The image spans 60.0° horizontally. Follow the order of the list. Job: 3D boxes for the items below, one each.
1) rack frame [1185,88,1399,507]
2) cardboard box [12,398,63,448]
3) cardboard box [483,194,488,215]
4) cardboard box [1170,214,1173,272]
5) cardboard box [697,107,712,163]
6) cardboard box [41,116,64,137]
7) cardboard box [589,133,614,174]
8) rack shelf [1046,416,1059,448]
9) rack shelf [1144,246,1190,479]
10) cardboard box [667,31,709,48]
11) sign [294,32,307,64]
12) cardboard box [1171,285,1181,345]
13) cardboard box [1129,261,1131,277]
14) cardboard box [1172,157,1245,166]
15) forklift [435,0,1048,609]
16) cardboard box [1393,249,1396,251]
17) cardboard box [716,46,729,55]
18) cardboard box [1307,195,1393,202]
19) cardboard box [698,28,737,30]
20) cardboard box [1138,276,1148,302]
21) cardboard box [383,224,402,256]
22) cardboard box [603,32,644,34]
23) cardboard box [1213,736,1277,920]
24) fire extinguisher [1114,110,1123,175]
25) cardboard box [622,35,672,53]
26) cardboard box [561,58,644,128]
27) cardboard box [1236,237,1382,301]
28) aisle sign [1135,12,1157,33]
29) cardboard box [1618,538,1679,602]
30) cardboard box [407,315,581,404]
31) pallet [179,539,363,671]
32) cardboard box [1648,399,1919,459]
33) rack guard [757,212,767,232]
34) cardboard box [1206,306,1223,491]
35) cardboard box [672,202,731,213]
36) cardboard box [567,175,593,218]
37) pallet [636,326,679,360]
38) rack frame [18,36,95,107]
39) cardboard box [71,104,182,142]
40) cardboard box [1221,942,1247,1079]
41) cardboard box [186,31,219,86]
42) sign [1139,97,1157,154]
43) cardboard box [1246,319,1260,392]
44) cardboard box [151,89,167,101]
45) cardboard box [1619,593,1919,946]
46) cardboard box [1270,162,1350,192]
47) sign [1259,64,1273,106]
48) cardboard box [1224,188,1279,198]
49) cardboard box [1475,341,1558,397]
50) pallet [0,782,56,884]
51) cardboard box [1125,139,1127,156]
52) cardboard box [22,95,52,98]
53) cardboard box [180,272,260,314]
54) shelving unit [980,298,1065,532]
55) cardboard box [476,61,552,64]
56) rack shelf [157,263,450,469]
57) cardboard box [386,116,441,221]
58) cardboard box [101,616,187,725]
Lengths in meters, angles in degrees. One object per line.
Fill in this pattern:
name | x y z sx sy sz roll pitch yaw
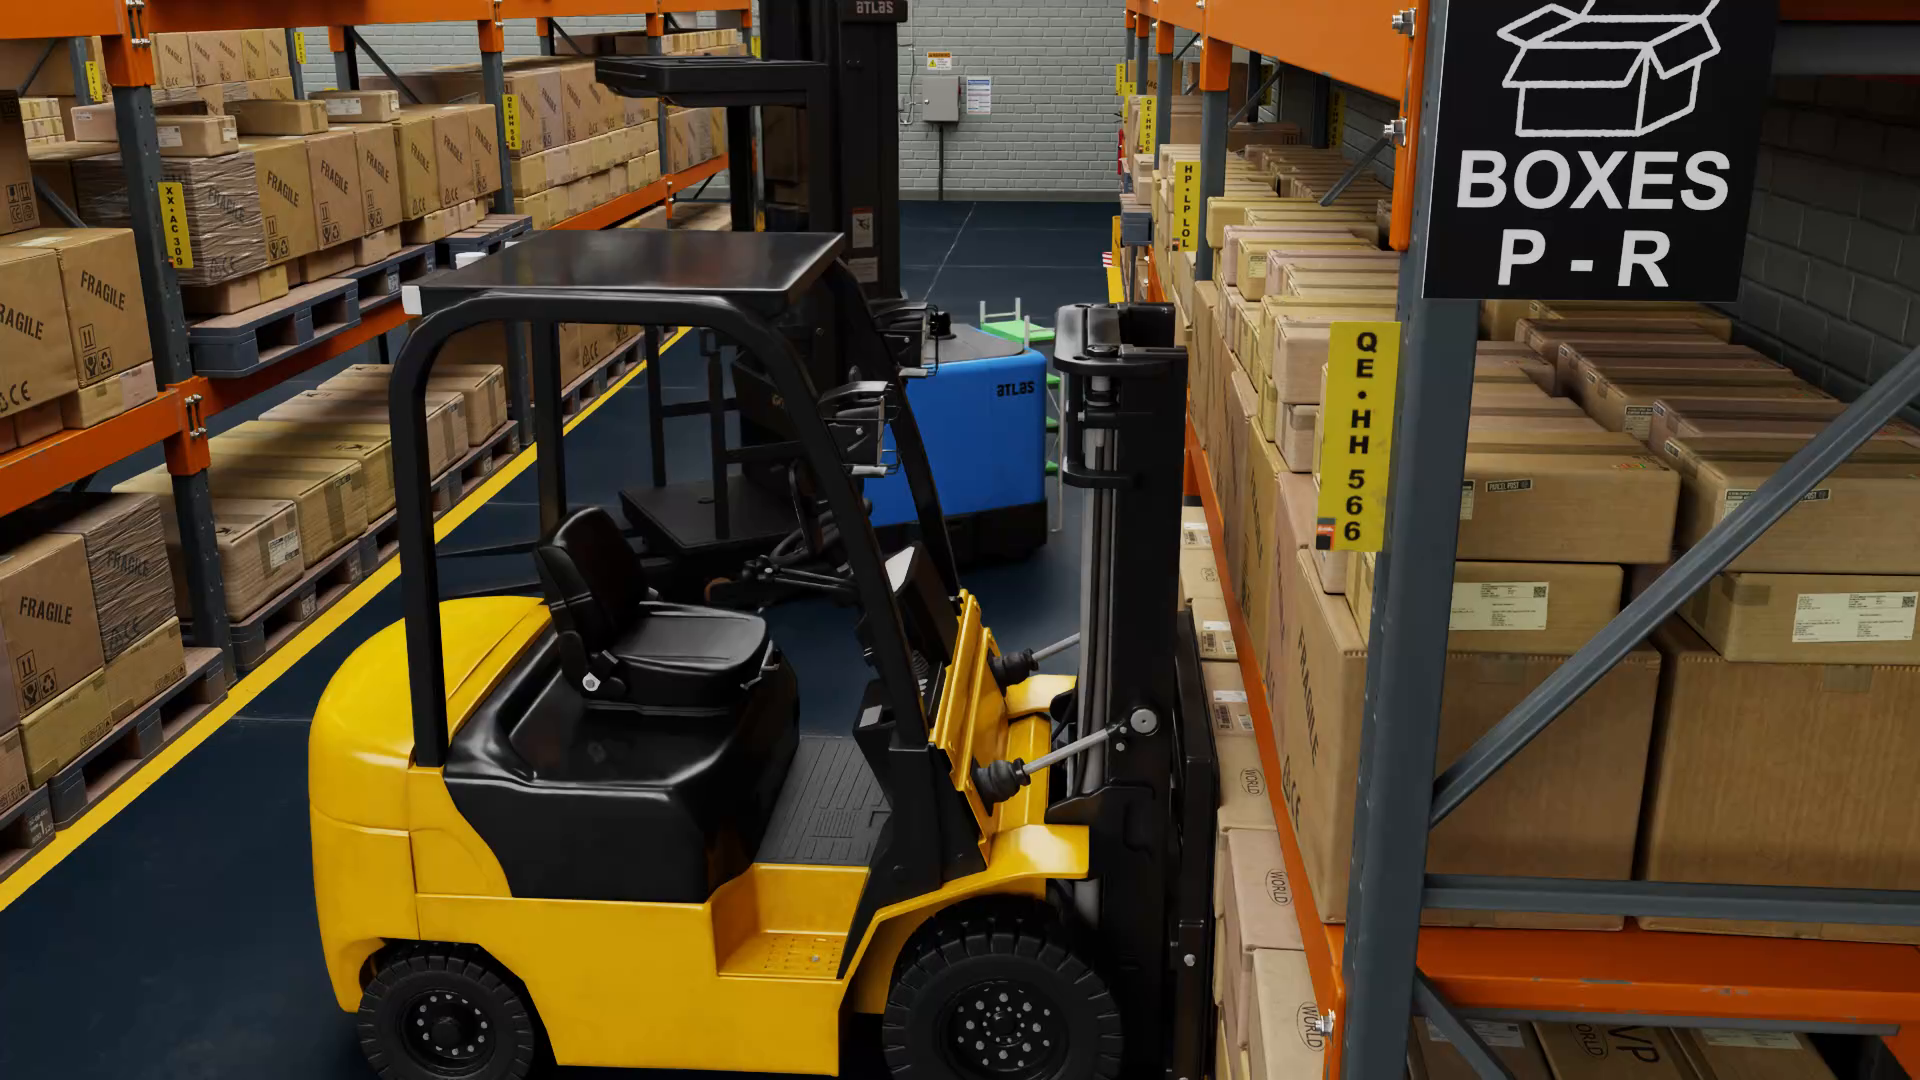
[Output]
rack frame | 1.378 -0.702 6.249 1.000 3.000 0.127 1 18 4
cardboard box | -3.400 -0.429 5.819 0.380 0.149 0.250 1 18 4
cardboard box | -3.076 -2.027 10.022 0.380 0.149 0.250 2 18 6
cardboard box | 1.230 -1.345 7.650 0.500 0.250 0.500 2 18 5
cardboard box | -2.623 -3.795 15.526 0.500 0.500 0.500 1 18 4
cardboard box | -7.776 -3.469 13.945 0.380 0.149 0.250 2 18 6
cardboard box | -2.869 -2.845 12.226 0.500 0.250 0.500 2 18 5
rack shelf | 0.333 -0.613 9.073 0.258 0.148 0.480 -9 20 -26
rack shelf | 1.521 -0.982 8.257 1.077 0.370 4.000 1 18 4
cardboard box | -2.614 -4.775 15.871 0.380 0.149 0.250 2 18 6
sign | -7.106 -5.300 17.913 0.100 0.325 0.005 1 18 4
cardboard box | 1.183 -0.950 7.245 0.500 0.250 0.500 1 18 4
cardboard box | 1.724 -2.378 15.079 0.396 0.266 0.258 2 18 6
cardboard box | 1.331 -1.963 8.895 0.380 0.149 0.250 1 18 5
forklift | -1.098 -1.233 7.980 3.031 2.935 1.130 -9 20 -25
cardboard box | 1.591 -0.934 5.276 0.380 0.149 0.250 1 18 3
cardboard box | -2.557 -4.590 16.348 0.500 0.500 0.500 1 18 4
cardboard box | 1.705 -1.402 7.182 0.380 0.149 0.250 1 18 3
cardboard box | -2.539 -5.254 17.332 0.380 0.149 0.250 2 18 5
cardboard box | 1.623 -1.733 12.735 0.500 0.500 0.500 1 18 2
cardboard box | -3.108 -1.544 8.548 0.380 0.149 0.250 1 18 2
cardboard box | -3.141 -4.626 15.415 0.380 0.149 0.250 1 18 3
cardboard box | 0.870 0.706 4.086 0.500 0.250 0.500 2 18 5
fire extinguisher | 1.787 -4.271 17.864 0.296 0.674 0.183 1 18 4
cardboard box | -2.716 -4.300 14.420 0.380 0.149 0.250 2 18 5
cardboard box | -2.811 -3.514 13.064 0.500 0.500 0.500 2 18 5
cardboard box | 1.008 -0.786 4.823 0.380 0.149 0.250 1 18 3
aisle sign | 1.950 -5.692 17.303 0.394 0.787 0.004 1 18 4
cardboard box | 1.328 0.007 2.884 0.380 0.149 0.250 1 18 4
cardboard box | -3.155 -1.457 11.290 0.875 0.875 0.875 1 18 3
pallet | -3.519 0.271 7.756 1.003 0.211 1.213 1 18 4
cardboard box | 1.409 -0.138 2.847 0.380 0.149 0.250 2 18 6
rack guard | -2.712 -3.359 18.370 1.175 0.500 0.348 1 18 4
cardboard box | 1.065 -0.456 5.336 0.500 0.500 0.500 2 18 5
cardboard box | -2.661 -3.314 17.659 0.875 0.438 0.875 1 18 2
cardboard box | -2.938 -2.452 11.830 0.500 0.250 0.500 2 18 6
pallet | -2.980 -1.730 13.864 1.003 0.211 1.213 1 18 4
rack frame | -7.945 -3.376 14.408 1.000 3.000 0.127 1 18 4
cardboard box | -3.729 -1.871 7.463 0.380 0.149 0.250 1 18 2
cardboard box | 0.861 1.096 3.700 0.500 0.250 0.500 1 18 3
cardboard box | -7.542 -4.651 16.056 0.500 0.500 0.500 1 18 2
sign | 1.122 -2.466 9.901 0.100 0.325 0.005 1 18 4
cardboard box | 0.962 -0.485 4.384 0.380 0.149 0.250 1 18 3
cardboard box | -7.629 -3.867 15.268 0.500 0.500 0.500 1 18 4
cardboard box | 1.403 0.345 2.893 0.500 0.500 0.500 2 18 6
cardboard box | 1.812 -1.875 8.625 0.380 0.149 0.250 1 18 4
sign | 2.505 -3.726 13.617 0.100 0.325 0.005 1 18 4
cardboard box | 1.219 -1.489 7.448 0.380 0.149 0.250 1 18 3
cardboard box | 0.977 -0.308 3.366 0.380 0.149 0.250 1 18 4
pallet | -3.671 1.102 5.220 1.003 0.211 1.213 1 18 4
cardboard box | 1.799 -3.815 16.152 0.380 0.149 0.250 1 18 2
cardboard box | -8.192 -3.721 14.824 0.500 0.500 0.500 1 18 4
cardboard box | -3.219 -1.057 7.060 0.380 0.149 0.250 2 18 5
shelving unit | 0.333 -0.674 9.053 0.258 1.200 0.503 -9 20 -26
cardboard box | -3.366 -3.375 12.639 0.500 0.500 0.500 1 18 3
rack shelf | -3.430 -1.091 8.592 1.077 0.370 4.000 1 18 4
cardboard box | -3.103 -1.978 8.829 0.500 0.500 0.500 0 18 0
cardboard box | -3.348 0.485 6.368 0.500 0.250 0.500 2 18 6
